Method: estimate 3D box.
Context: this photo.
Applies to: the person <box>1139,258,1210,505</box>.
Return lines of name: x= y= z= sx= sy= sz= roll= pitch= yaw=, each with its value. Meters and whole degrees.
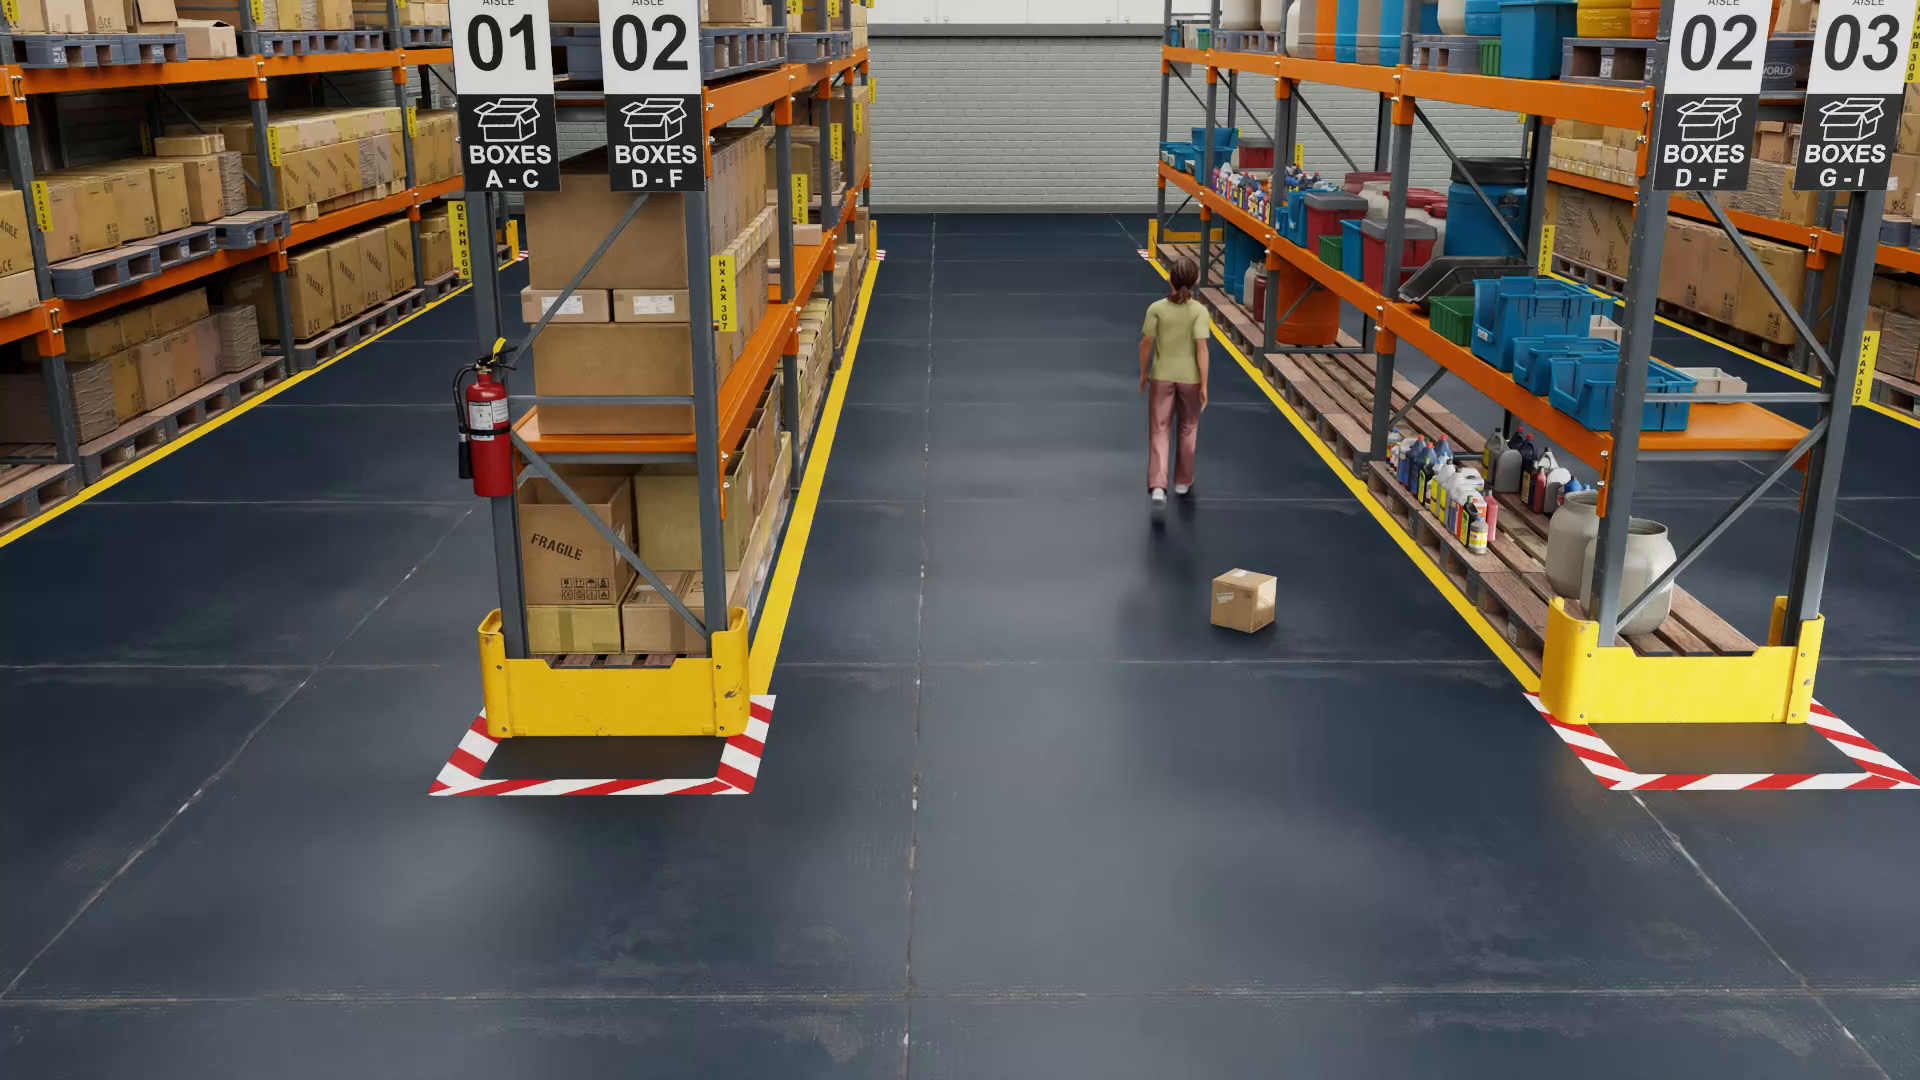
person: x=1.400 y=-1.037 z=10.903 sx=0.460 sy=1.627 sz=0.999 roll=3 pitch=17 yaw=9
